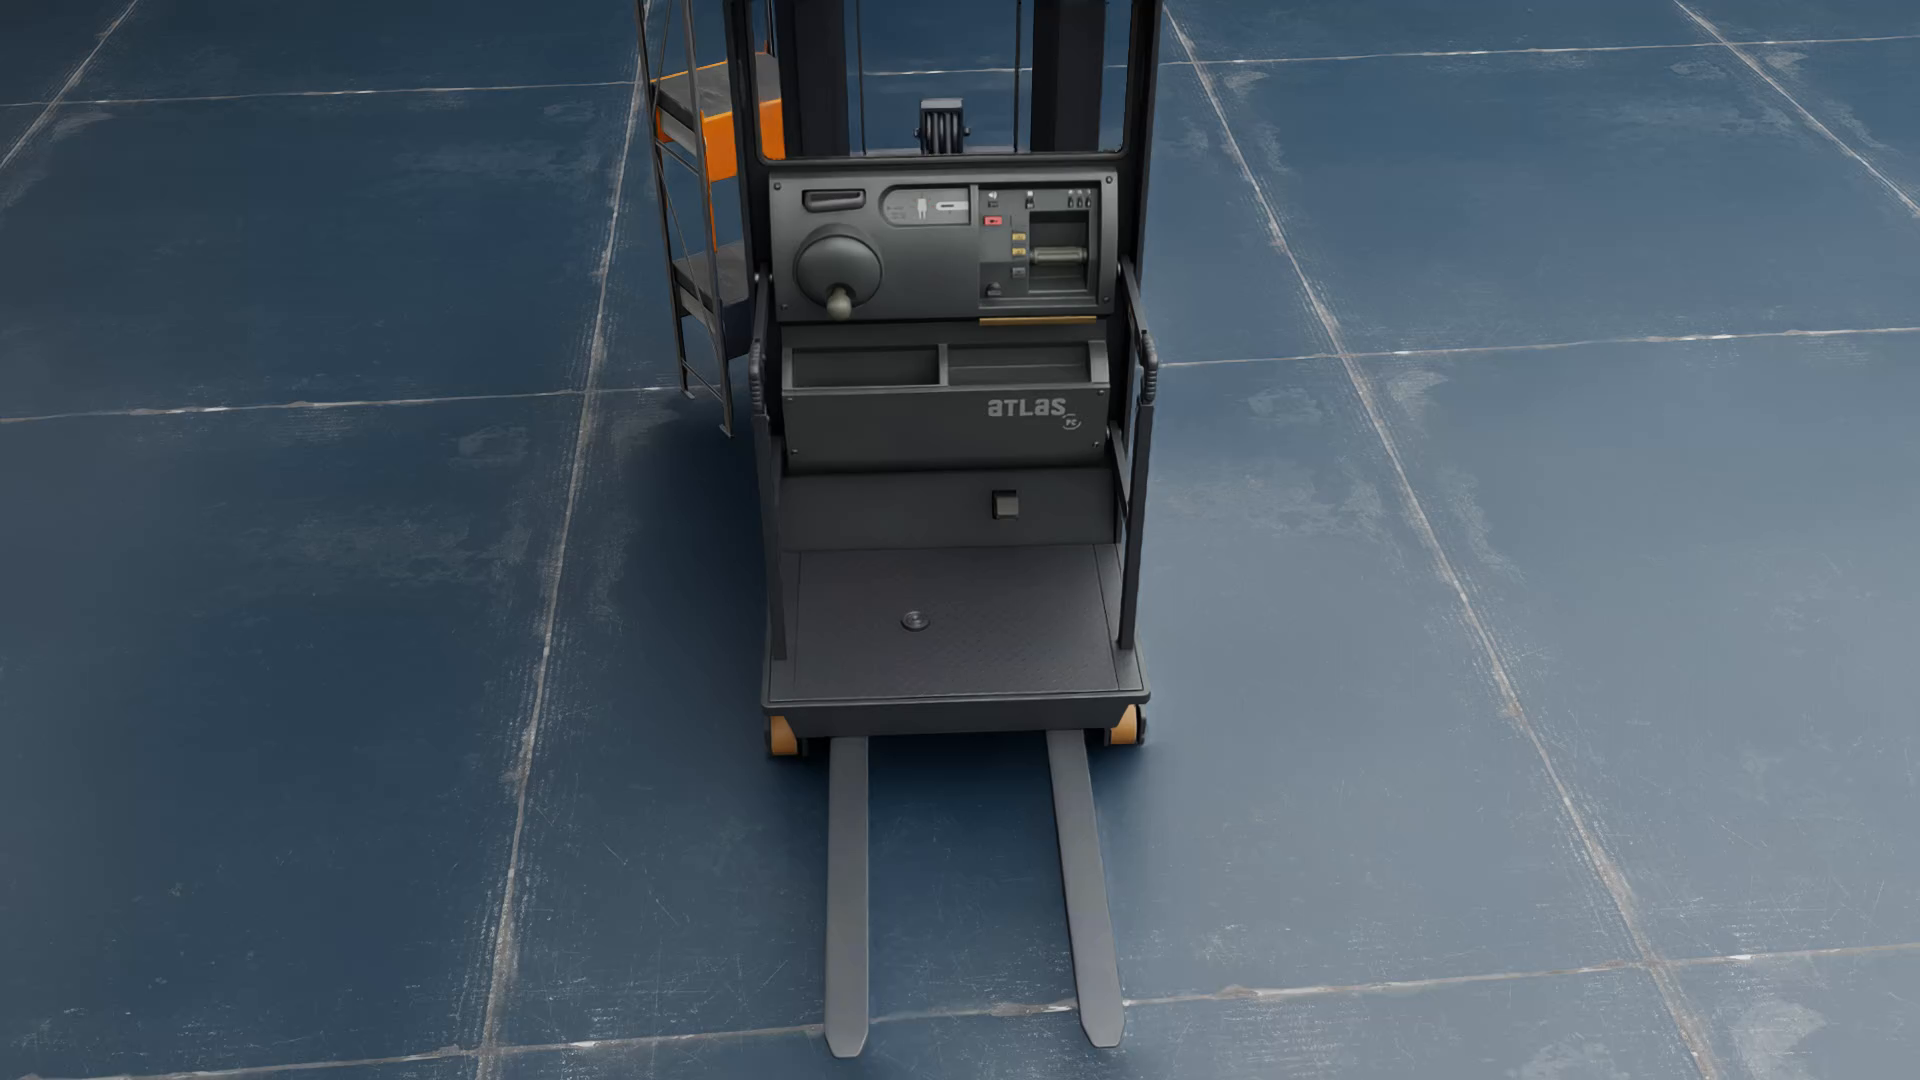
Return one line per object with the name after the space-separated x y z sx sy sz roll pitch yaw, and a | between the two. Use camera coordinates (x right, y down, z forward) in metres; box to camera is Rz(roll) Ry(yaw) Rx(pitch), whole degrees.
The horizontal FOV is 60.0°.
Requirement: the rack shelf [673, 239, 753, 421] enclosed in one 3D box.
-0.768 -0.834 6.264 0.480 0.518 0.431 -23 44 -27 | rack shelf

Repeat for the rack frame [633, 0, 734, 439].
-0.968 -1.308 5.713 0.015 2.100 0.400 -23 44 -27 | rack frame

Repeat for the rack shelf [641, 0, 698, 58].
-0.768 -1.933 5.397 0.480 0.518 0.431 -23 44 -27 | rack shelf

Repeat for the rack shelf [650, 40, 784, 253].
-0.768 -1.384 5.831 0.480 0.518 0.431 -23 44 -27 | rack shelf

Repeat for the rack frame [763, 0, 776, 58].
-0.568 -1.481 5.932 0.015 2.100 0.400 -23 44 -27 | rack frame

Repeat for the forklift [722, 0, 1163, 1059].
-0.030 -0.719 4.294 1.130 2.935 3.031 -2 38 -2 | forklift

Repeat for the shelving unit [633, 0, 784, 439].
-0.768 -1.395 5.822 0.503 2.100 0.431 -23 44 -27 | shelving unit
